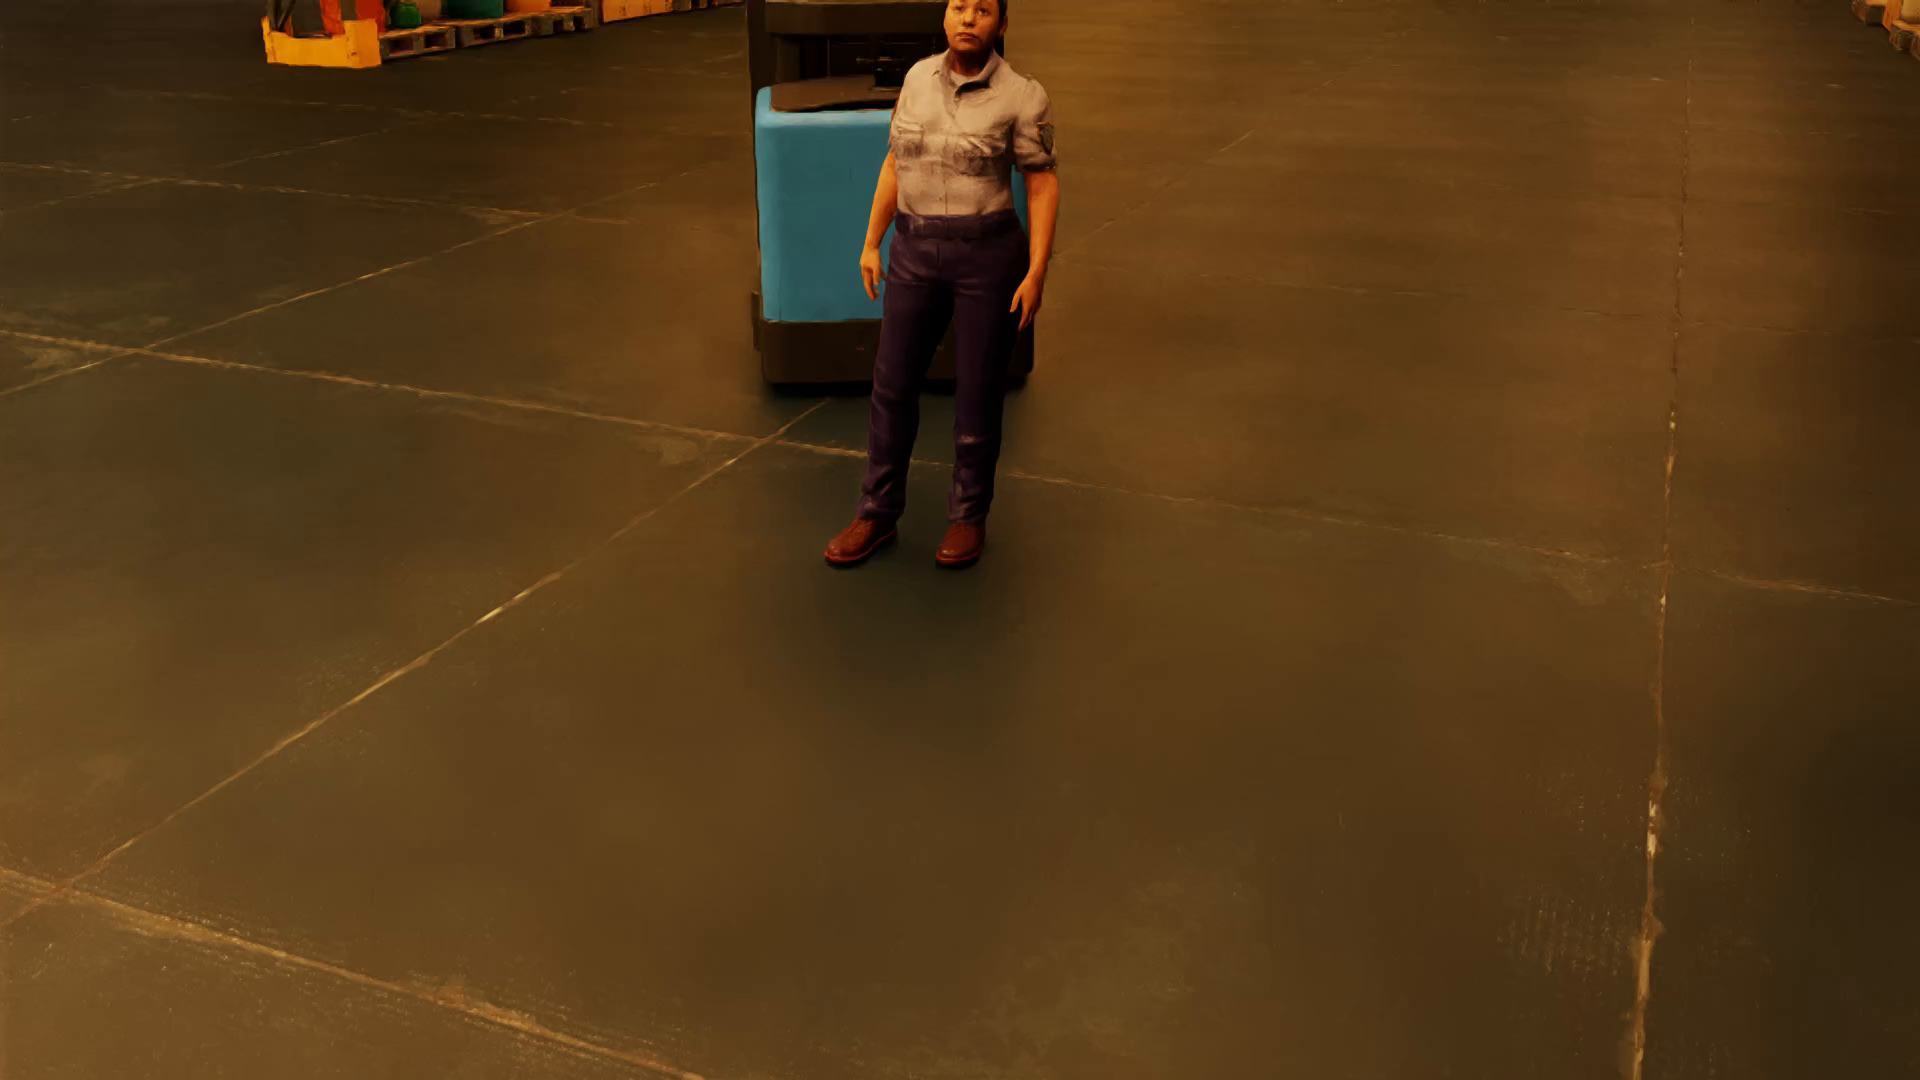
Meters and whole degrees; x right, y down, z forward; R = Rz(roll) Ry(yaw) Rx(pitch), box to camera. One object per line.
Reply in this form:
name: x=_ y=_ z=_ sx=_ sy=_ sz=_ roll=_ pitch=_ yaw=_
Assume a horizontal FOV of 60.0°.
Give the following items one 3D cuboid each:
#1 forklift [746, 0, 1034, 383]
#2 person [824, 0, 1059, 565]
forklift: x=-0.383 y=-2.479 z=7.223 sx=1.130 sy=2.935 sz=3.031 roll=-2 pitch=23 yaw=-5
person: x=-0.055 y=-0.738 z=4.704 sx=0.599 sy=1.650 sz=0.502 roll=9 pitch=24 yaw=21
